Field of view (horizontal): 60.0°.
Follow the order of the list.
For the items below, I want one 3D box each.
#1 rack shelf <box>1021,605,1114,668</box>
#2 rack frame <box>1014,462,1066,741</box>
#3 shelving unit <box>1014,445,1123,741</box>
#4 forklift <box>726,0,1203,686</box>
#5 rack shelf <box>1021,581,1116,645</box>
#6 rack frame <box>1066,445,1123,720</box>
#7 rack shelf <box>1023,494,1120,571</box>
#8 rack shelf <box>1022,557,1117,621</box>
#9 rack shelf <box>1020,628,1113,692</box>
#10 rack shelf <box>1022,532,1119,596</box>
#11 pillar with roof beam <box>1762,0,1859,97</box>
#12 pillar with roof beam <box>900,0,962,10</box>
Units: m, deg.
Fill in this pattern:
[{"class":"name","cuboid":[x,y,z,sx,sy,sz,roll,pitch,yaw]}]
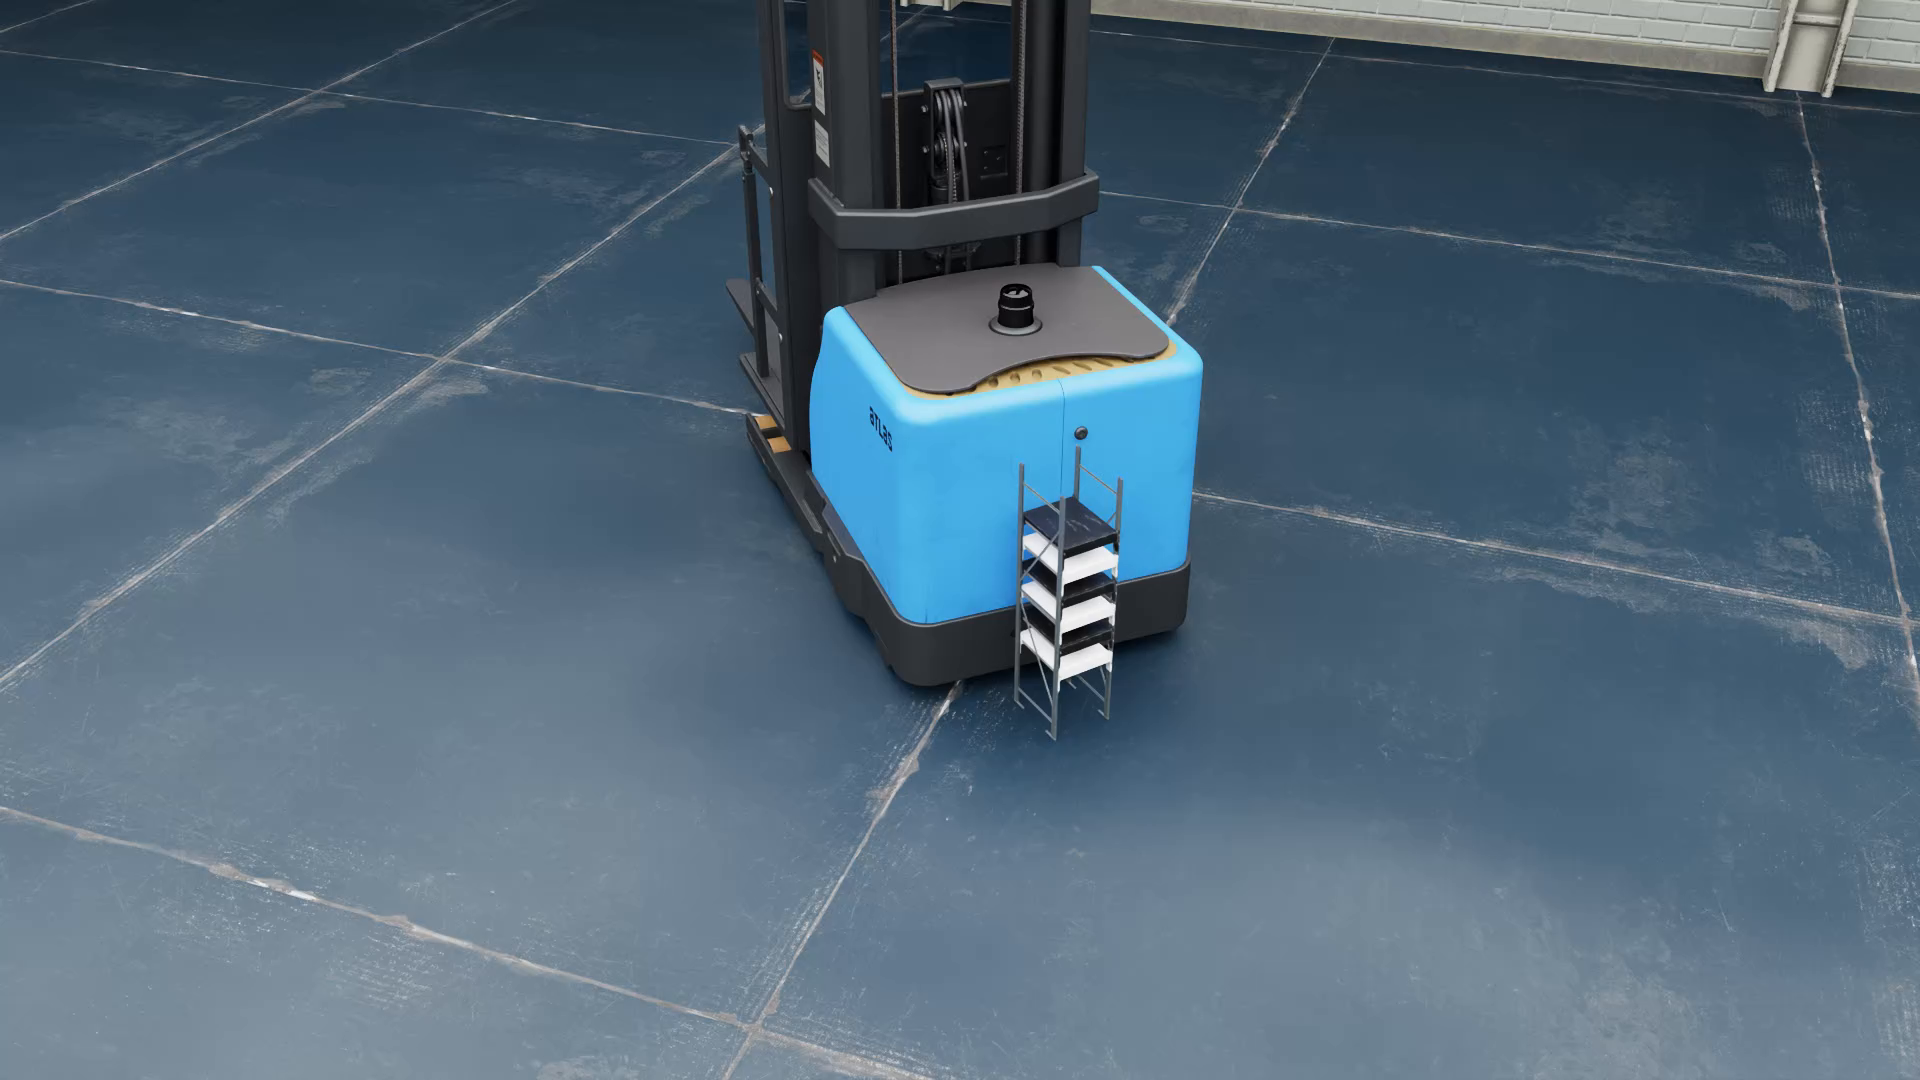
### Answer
[{"class":"rack shelf","cuboid":[0.328,0.277,5.218,0.200,0.077,0.258,-18,37,-25]},{"class":"rack frame","cuboid":[0.240,0.202,5.108,0.006,0.900,0.240,-18,37,-25]},{"class":"shelving unit","cuboid":[0.327,0.174,5.151,0.210,0.900,0.258,-18,37,-25]},{"class":"forklift","cuboid":[-0.225,-1.548,5.946,1.130,2.935,3.031,-12,35,-18]},{"class":"rack shelf","cuboid":[0.327,0.202,5.169,0.200,0.077,0.258,-18,37,-25]},{"class":"rack frame","cuboid":[0.415,0.145,5.195,0.006,0.900,0.240,-18,37,-25]},{"class":"rack shelf","cuboid":[0.327,-0.025,5.023,0.200,0.077,0.258,-18,37,-25]},{"class":"rack shelf","cuboid":[0.327,0.126,5.121,0.200,0.077,0.258,-18,37,-25]},{"class":"rack shelf","cuboid":[0.328,0.353,5.267,0.200,0.077,0.258,-18,37,-25]},{"class":"rack shelf","cuboid":[0.327,0.050,5.072,0.200,0.077,0.258,-18,37,-25]},{"class":"pillar with roof beam","cuboid":[3.984,-4.527,4.965,0.400,9.000,9.100,11,34,16]},{"class":"pillar with roof beam","cuboid":[-1.664,-5.625,6.665,0.400,9.000,9.100,11,34,16]}]
